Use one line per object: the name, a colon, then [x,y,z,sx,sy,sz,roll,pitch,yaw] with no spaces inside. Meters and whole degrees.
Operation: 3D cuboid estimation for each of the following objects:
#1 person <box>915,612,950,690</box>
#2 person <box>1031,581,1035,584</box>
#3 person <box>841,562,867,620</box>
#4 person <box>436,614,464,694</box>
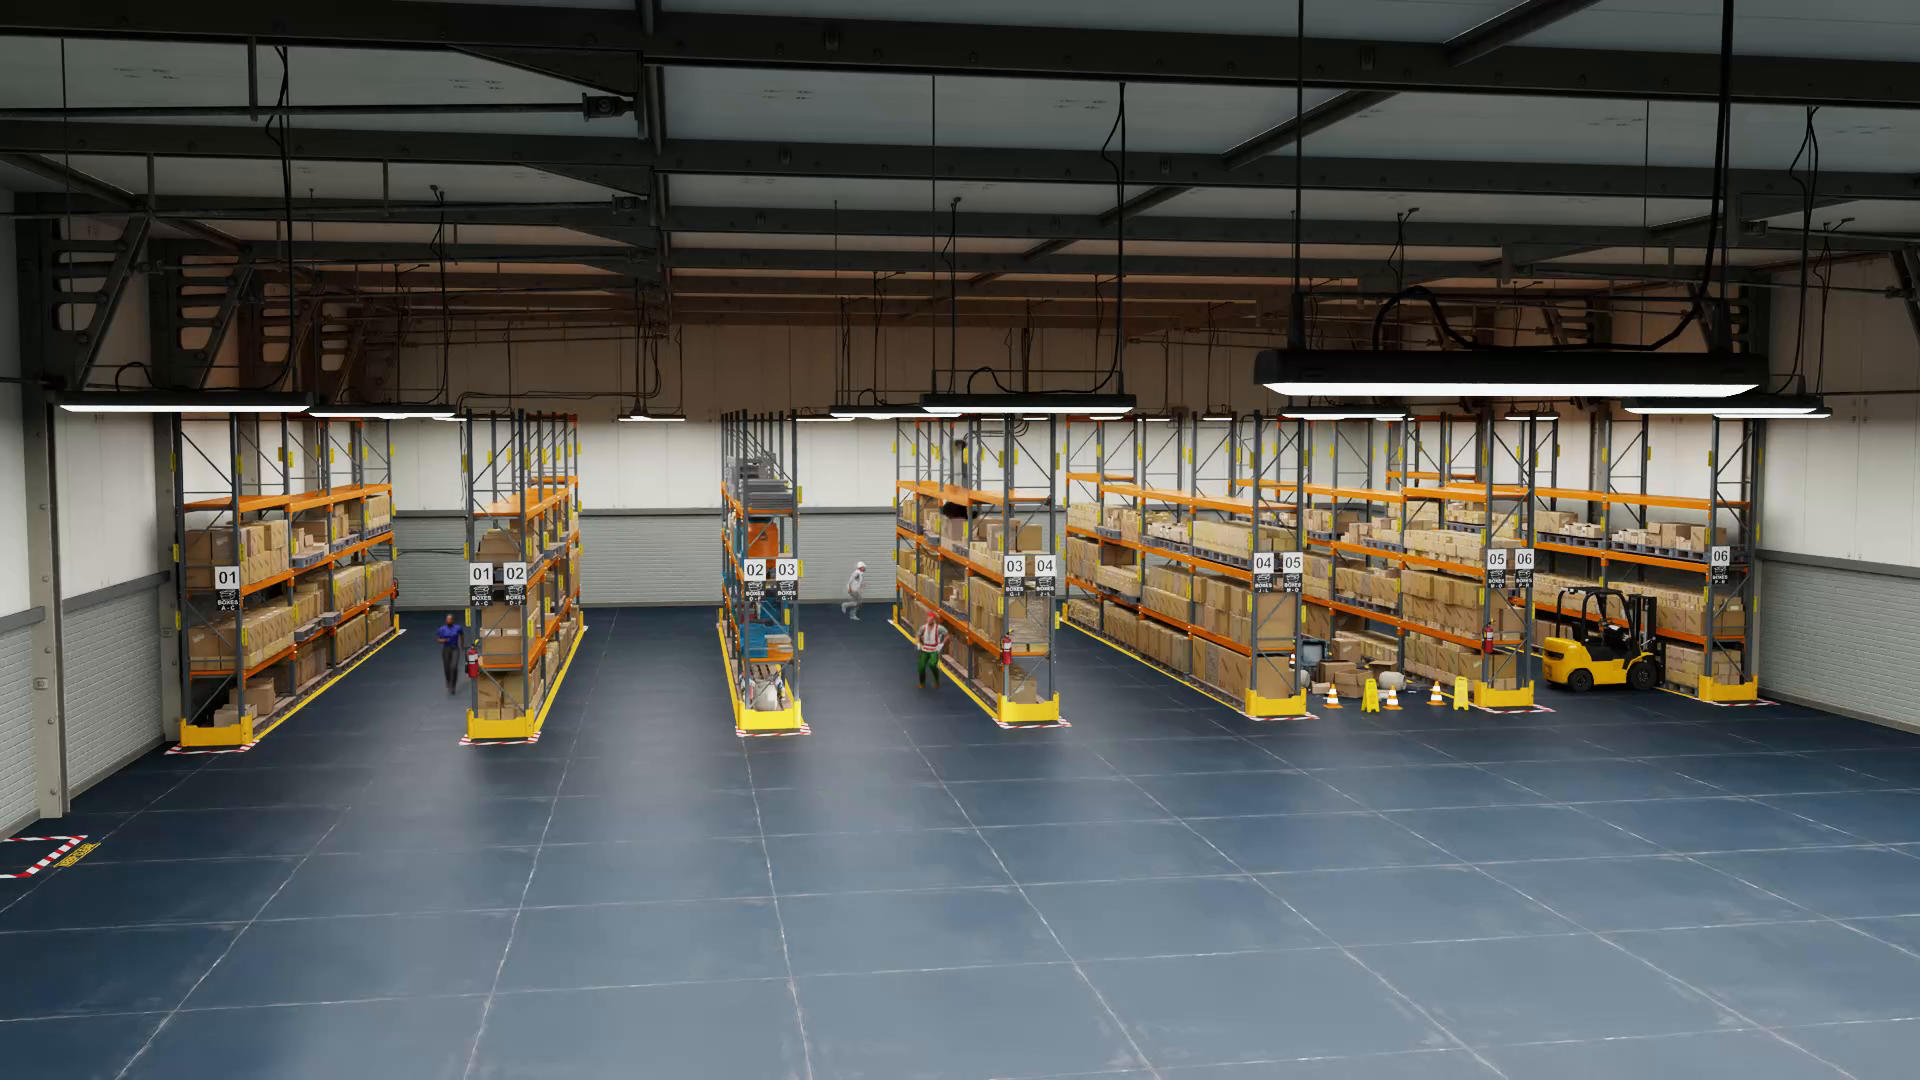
person: [-0.611,2.382,35.712,0.758,1.692,0.647,1,4,12]
person: [2.207,1.654,46.321,0.553,1.758,0.729,-1,4,-8]
person: [-3.112,1.494,48.766,0.764,1.707,0.652,0,4,-3]
person: [-10.866,2.398,35.457,0.566,1.662,0.929,-1,4,-15]
